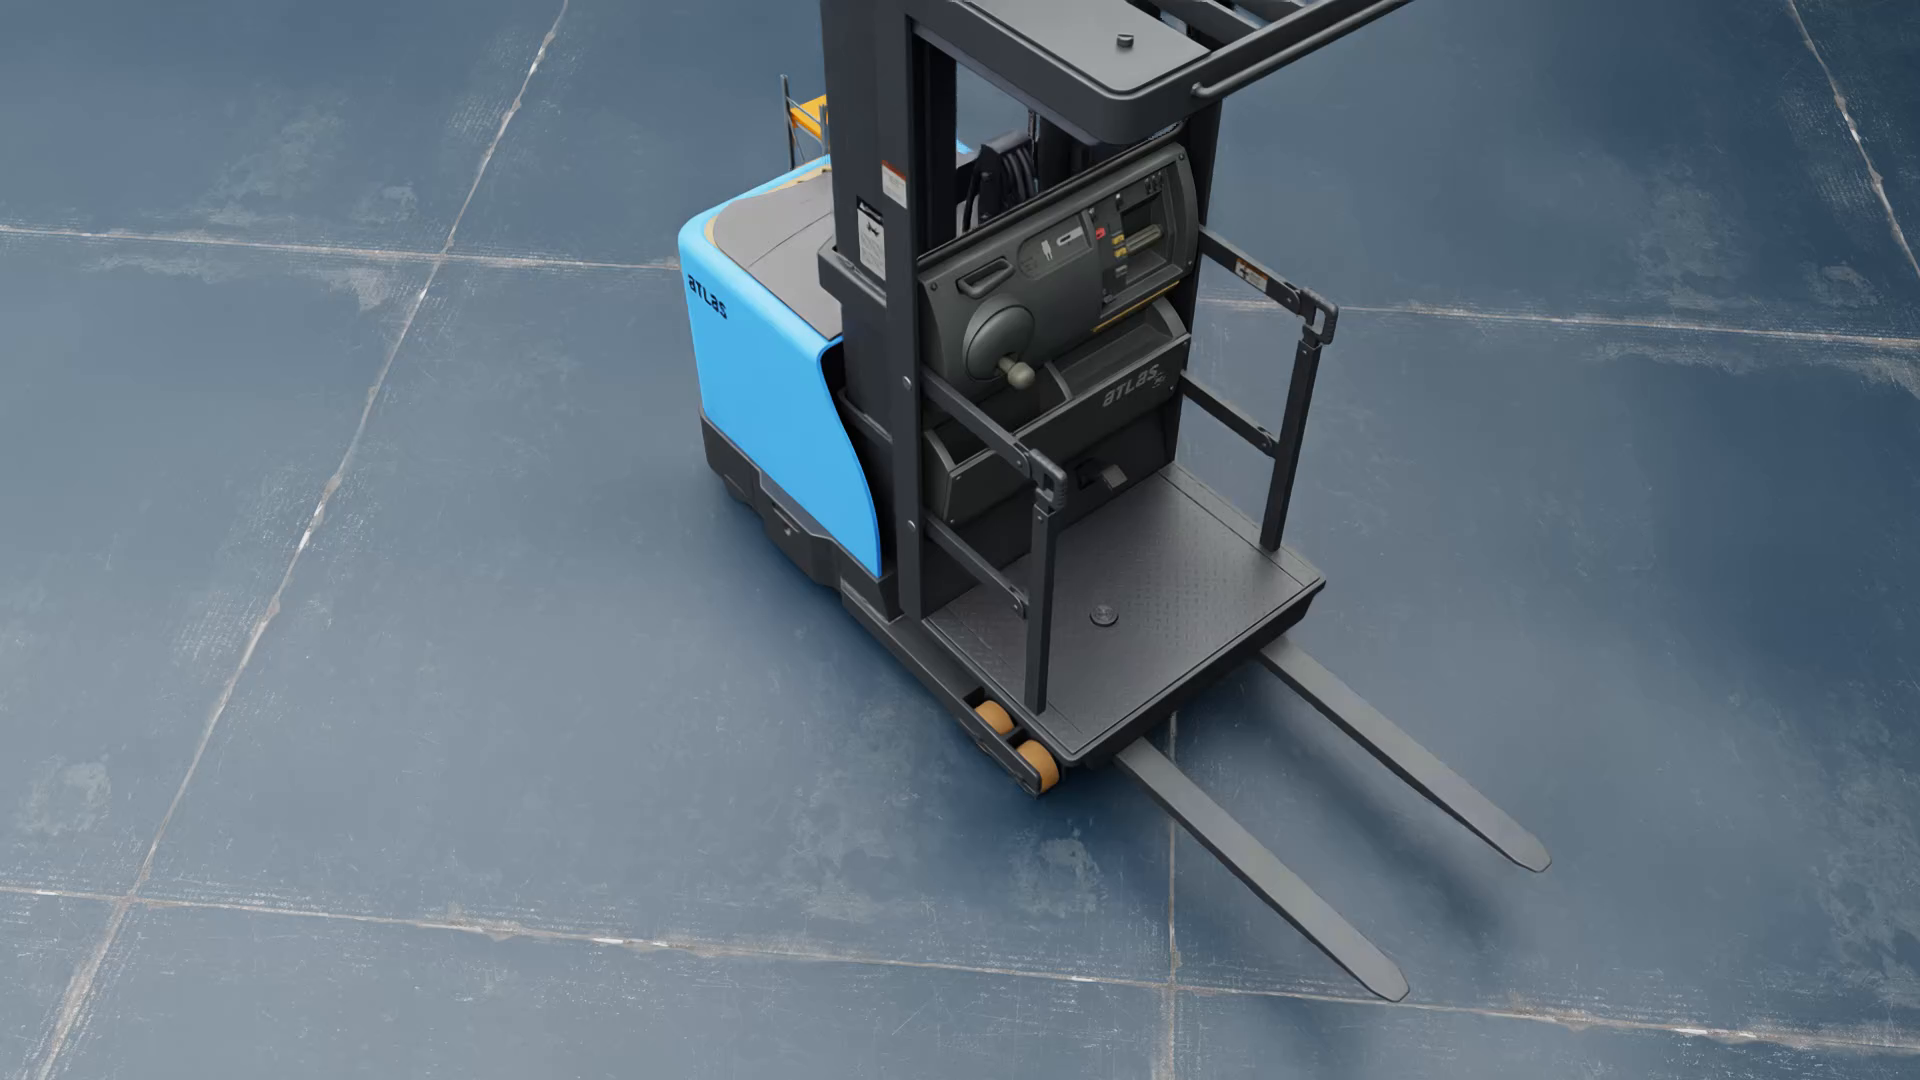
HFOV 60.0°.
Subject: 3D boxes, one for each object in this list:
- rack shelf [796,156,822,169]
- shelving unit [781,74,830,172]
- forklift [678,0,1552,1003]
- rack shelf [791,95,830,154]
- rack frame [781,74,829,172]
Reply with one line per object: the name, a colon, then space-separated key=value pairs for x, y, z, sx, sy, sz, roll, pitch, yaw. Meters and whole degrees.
rack shelf: x=-0.327 y=-1.296 z=5.910 sx=0.480 sy=0.148 sz=0.258 roll=-31 pitch=55 yaw=-25
shelving unit: x=-0.327 y=-1.190 z=6.026 sx=0.503 sy=1.200 sz=0.258 roll=-31 pitch=55 yaw=-25
forklift: x=0.425 y=-0.644 z=4.353 sx=1.130 sy=2.935 sz=3.031 roll=-32 pitch=55 yaw=-26
rack shelf: x=-0.327 y=-1.456 z=5.736 sx=0.480 sy=0.148 sz=0.258 roll=-31 pitch=55 yaw=-25
rack frame: x=-0.518 y=-1.078 z=5.923 sx=0.015 sy=1.200 sz=0.240 roll=-31 pitch=55 yaw=-25
